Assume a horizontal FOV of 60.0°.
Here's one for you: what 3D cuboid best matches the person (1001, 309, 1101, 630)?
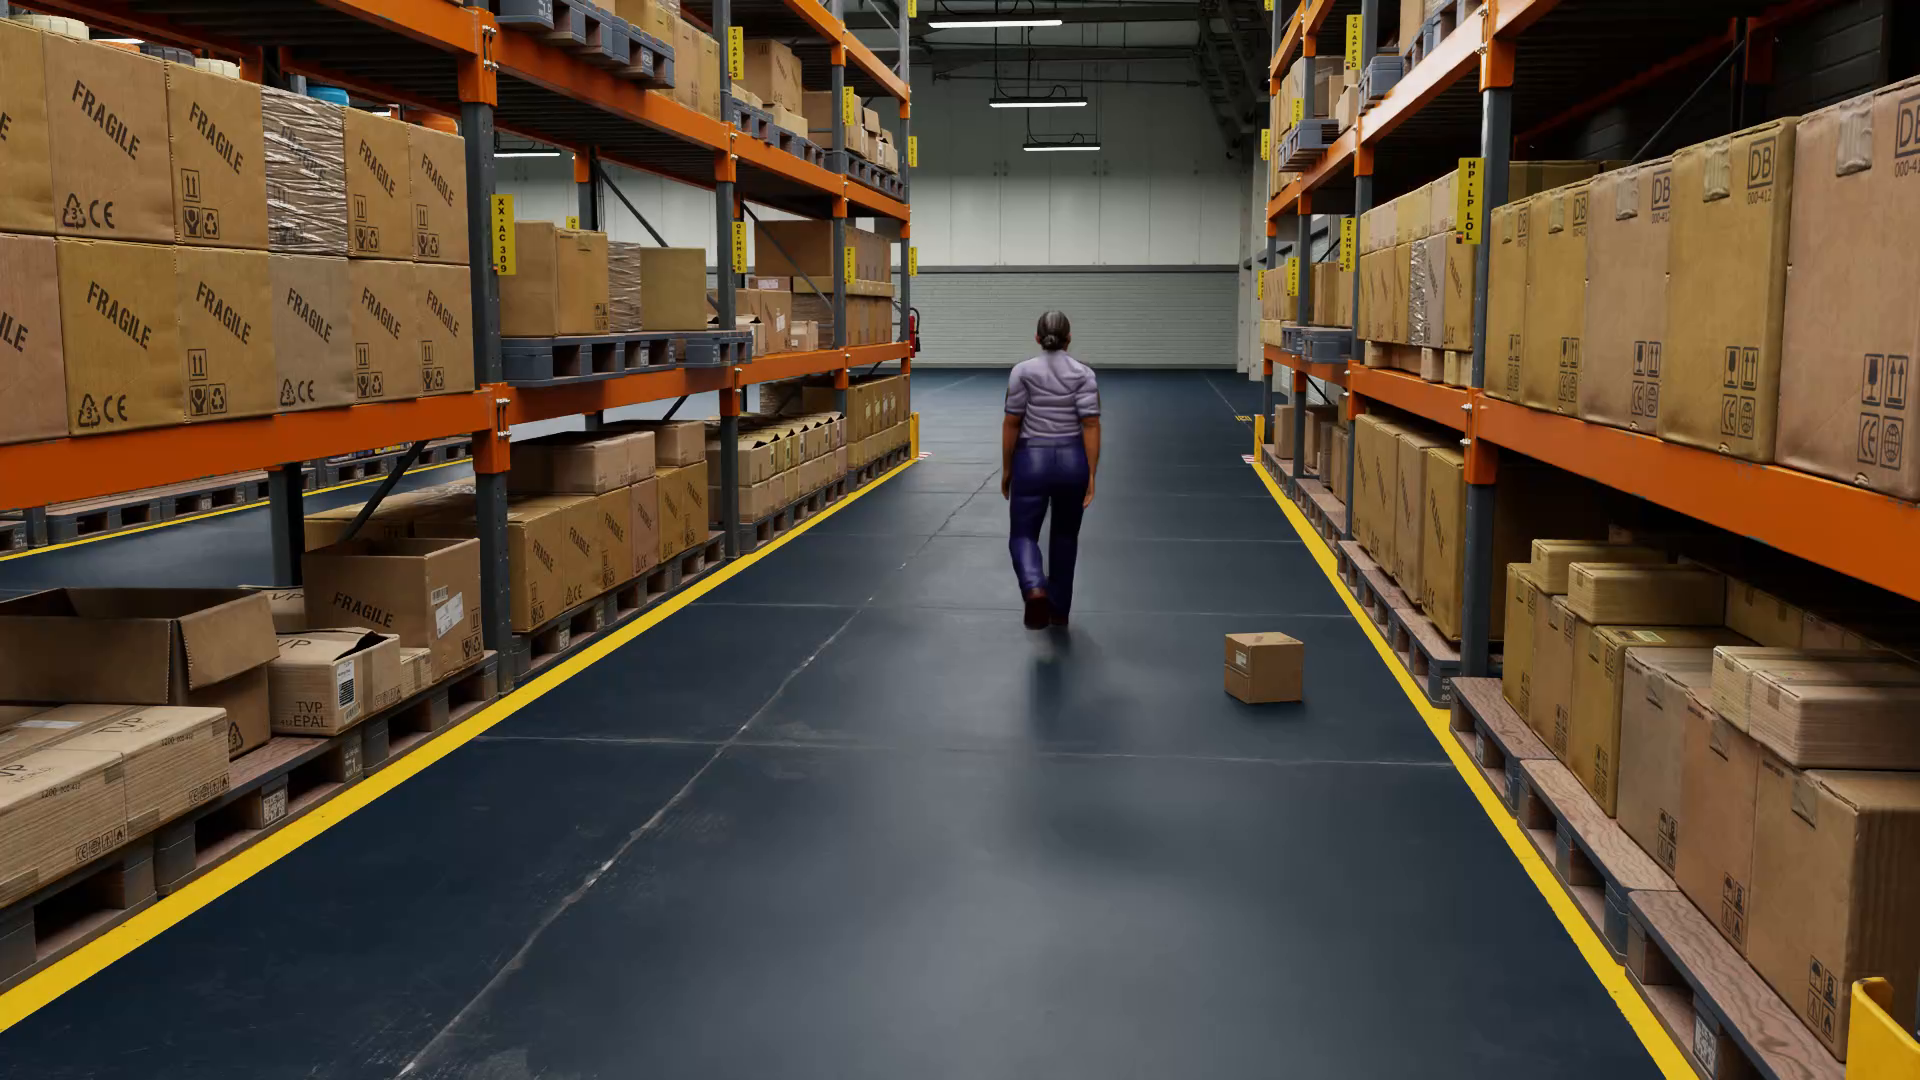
[{"bbox_3d":[0.456,-0.331,8.288,0.482,1.594,0.877,-1,8,-4],"label":"person"}]
